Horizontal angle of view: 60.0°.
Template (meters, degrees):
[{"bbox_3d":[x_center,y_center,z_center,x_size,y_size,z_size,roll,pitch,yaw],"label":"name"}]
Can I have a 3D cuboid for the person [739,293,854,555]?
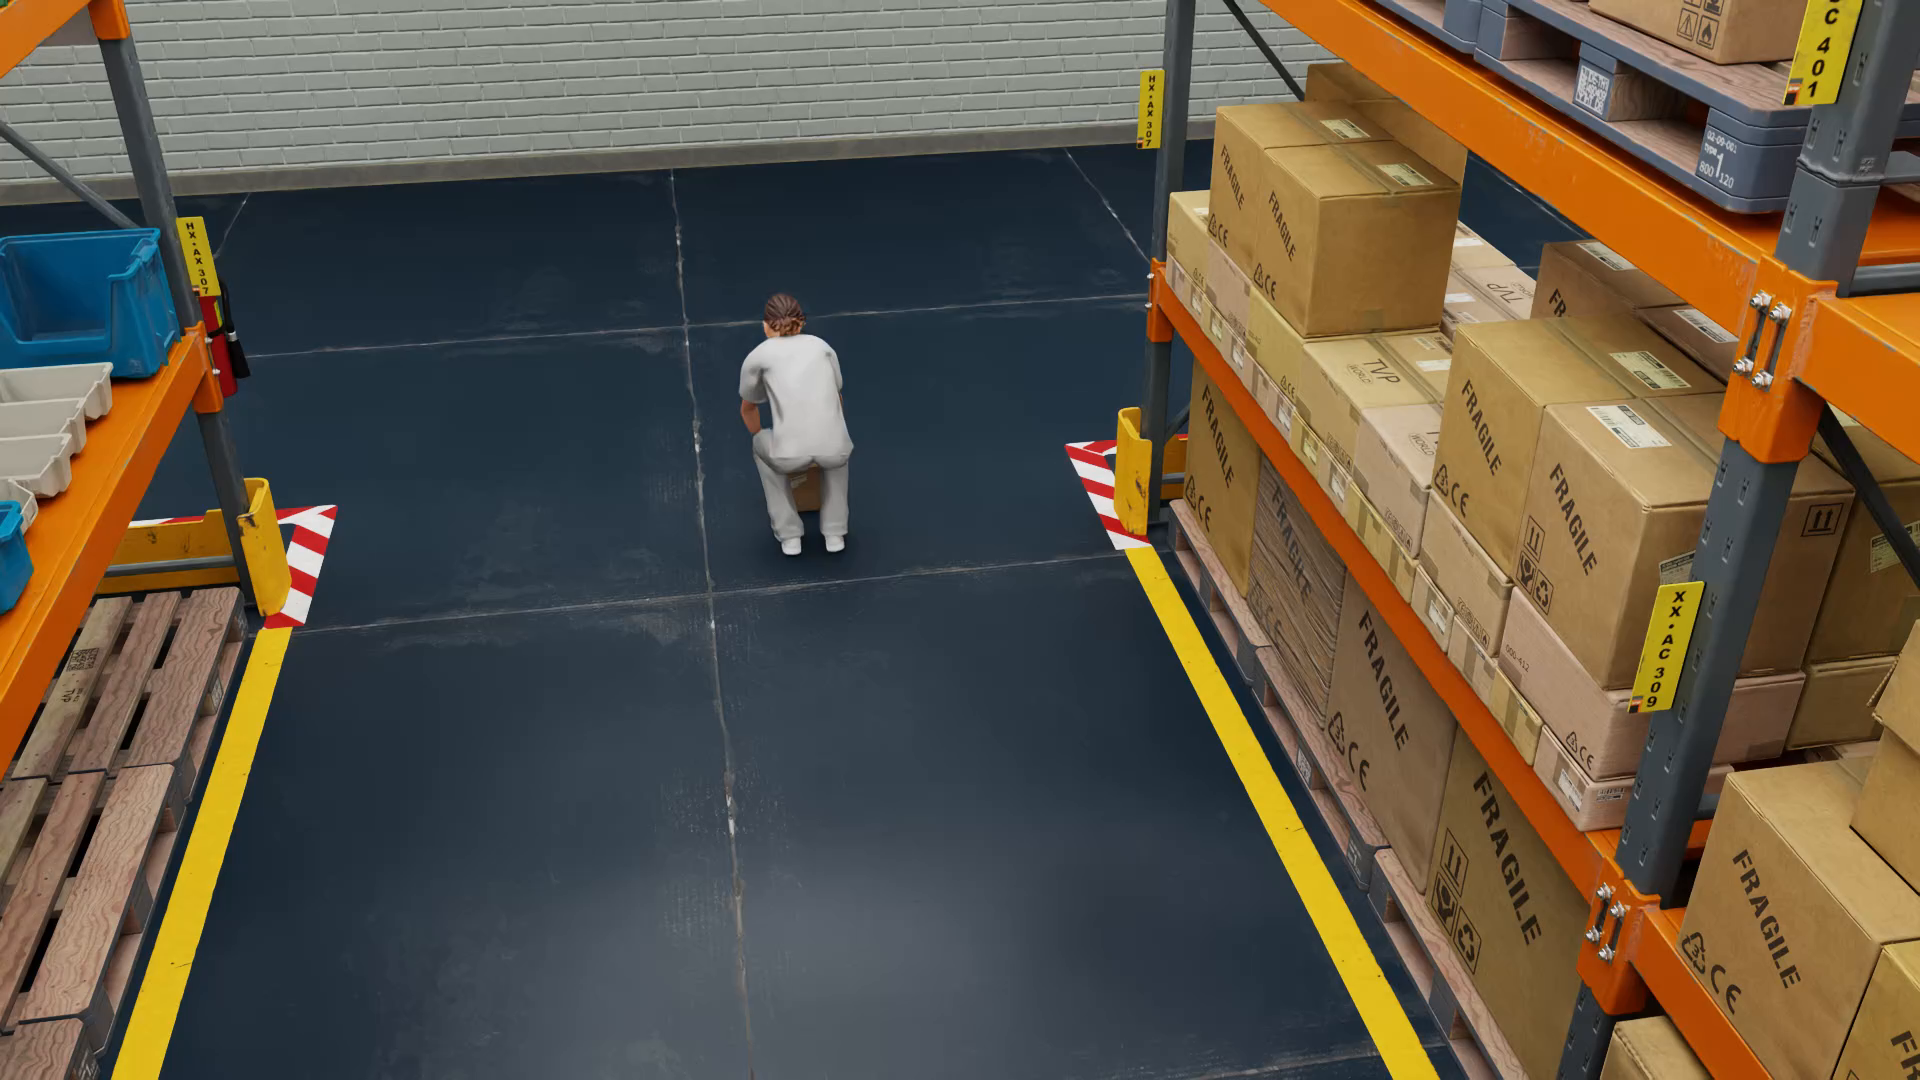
[{"bbox_3d":[-0.737,-0.492,7.522,0.489,1.102,0.757,-5,31,-9],"label":"person"}]
